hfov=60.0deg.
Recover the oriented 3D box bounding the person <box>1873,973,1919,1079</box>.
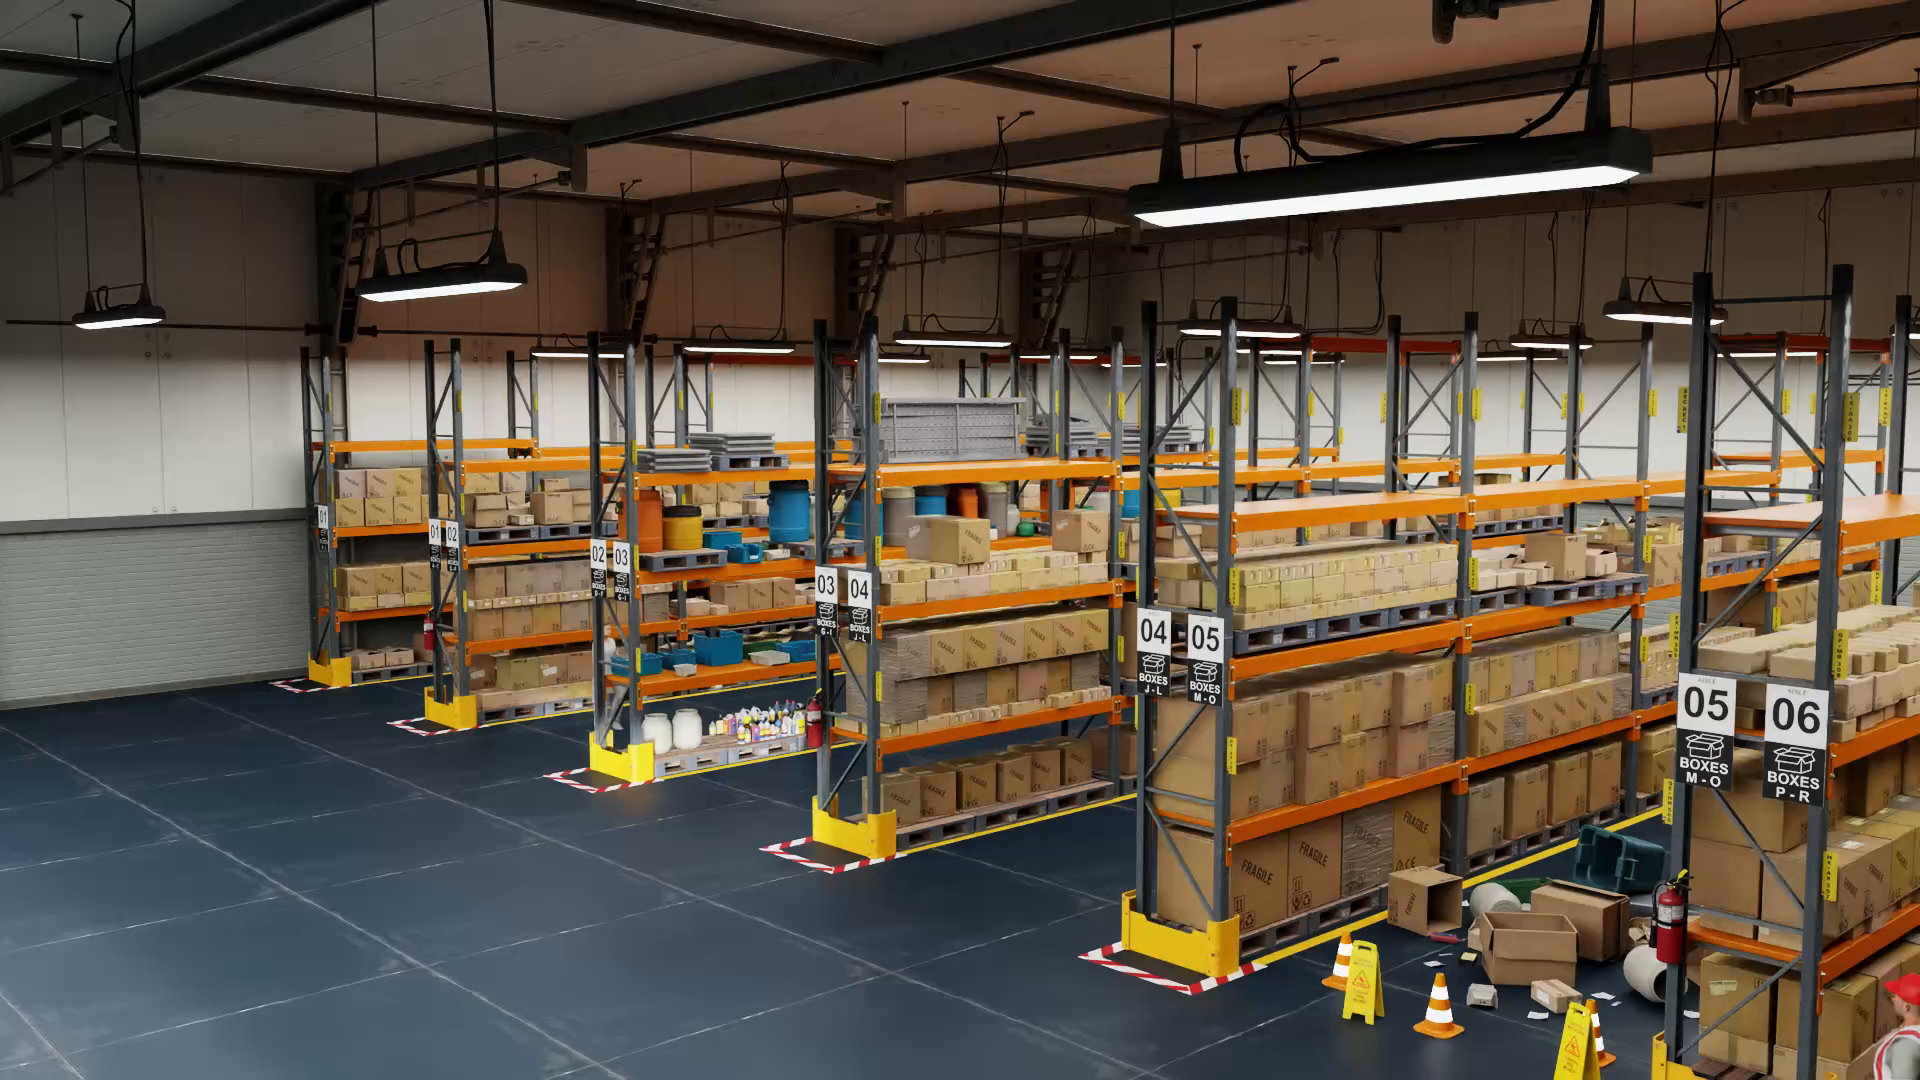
[{"bbox_3d":[5.420,3.410,9.802,0.659,1.782,0.546,2,5,21],"label":"person"}]

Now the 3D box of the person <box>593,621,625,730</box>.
[{"bbox_3d":[-5.421,2.100,25.543,0.456,1.710,0.412,-4,7,-41],"label":"person"}]
